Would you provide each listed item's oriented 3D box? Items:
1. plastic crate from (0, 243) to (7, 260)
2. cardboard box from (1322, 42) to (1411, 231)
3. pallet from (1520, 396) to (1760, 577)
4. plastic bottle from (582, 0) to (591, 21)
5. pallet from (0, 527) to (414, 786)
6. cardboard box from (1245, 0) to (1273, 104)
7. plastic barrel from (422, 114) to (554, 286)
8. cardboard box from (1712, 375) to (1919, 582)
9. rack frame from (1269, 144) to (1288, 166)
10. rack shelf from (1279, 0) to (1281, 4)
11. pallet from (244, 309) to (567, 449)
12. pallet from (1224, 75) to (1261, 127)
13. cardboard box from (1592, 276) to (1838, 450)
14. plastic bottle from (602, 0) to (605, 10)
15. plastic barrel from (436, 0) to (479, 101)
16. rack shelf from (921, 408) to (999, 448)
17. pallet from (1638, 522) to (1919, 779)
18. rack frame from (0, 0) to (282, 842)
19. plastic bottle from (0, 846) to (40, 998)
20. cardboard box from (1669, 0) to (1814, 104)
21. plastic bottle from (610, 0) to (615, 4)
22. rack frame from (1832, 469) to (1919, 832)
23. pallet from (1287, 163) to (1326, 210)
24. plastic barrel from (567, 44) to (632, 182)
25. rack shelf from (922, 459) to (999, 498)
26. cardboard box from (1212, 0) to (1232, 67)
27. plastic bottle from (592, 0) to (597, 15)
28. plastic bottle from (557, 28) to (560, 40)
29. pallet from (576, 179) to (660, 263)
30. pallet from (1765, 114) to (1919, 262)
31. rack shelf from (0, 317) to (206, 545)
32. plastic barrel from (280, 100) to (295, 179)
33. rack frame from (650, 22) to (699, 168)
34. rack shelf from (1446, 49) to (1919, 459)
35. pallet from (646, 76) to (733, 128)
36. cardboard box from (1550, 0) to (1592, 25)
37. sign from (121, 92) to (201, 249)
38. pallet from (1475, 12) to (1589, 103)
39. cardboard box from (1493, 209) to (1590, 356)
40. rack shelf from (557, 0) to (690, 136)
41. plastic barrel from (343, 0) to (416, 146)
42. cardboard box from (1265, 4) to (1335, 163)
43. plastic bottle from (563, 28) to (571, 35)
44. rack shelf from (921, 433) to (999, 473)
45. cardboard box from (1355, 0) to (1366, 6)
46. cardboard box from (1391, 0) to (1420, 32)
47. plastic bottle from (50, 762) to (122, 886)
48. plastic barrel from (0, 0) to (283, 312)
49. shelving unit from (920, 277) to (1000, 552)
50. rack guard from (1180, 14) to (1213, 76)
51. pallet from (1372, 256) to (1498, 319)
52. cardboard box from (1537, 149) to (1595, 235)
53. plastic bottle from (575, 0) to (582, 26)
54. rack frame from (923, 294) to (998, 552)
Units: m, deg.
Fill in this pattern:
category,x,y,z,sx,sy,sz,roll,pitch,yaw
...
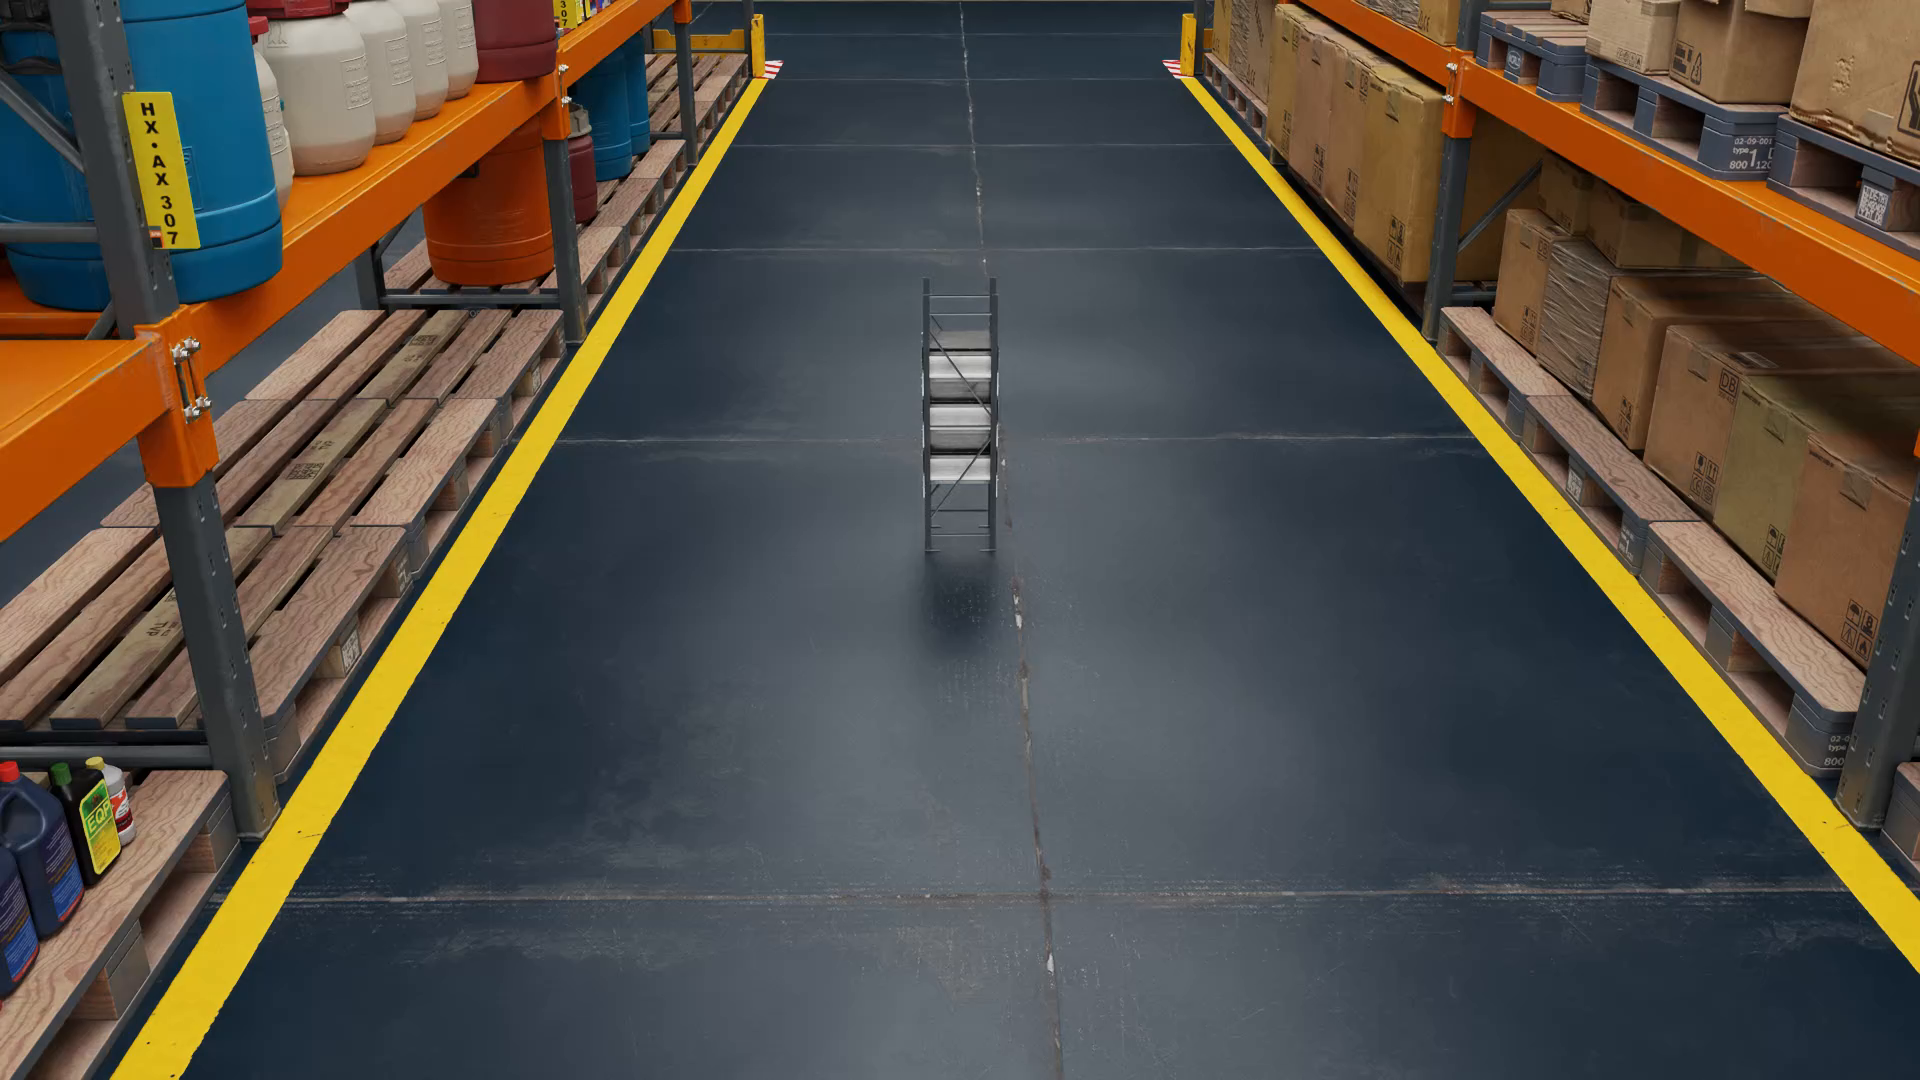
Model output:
category,x,y,z,sx,sy,sz,roll,pitch,yaw
plastic crate,-2.530,-0.873,3.962,0.402,0.464,0.583,0,24,-1
cardboard box,2.701,-2.191,9.023,1.225,0.875,0.875,0,24,0
pallet,2.708,-0.222,5.985,1.003,0.211,1.213,0,24,-1
plastic bottle,-1.907,-2.762,8.358,0.061,0.283,0.133,0,24,-1
pallet,-2.266,0.302,4.827,1.003,0.211,1.213,0,24,-1
cardboard box,2.709,-3.831,12.649,0.875,0.875,0.875,0,24,-1
plastic barrel,-2.285,-1.698,7.988,0.600,0.830,0.708,0,24,-1
cardboard box,2.762,-0.179,5.005,0.700,0.500,0.500,0,24,-1
rack frame,2.647,-3.964,10.875,1.000,3.000,0.127,0,24,-1
rack shelf,2.625,-4.461,12.846,1.077,0.370,4.000,0,24,-1
pallet,-2.293,-0.704,7.050,1.003,0.211,1.213,0,24,-1
pallet,2.700,-3.511,13.258,1.003,0.211,1.213,0,24,-1
cardboard box,2.749,-0.640,6.024,0.700,0.500,0.500,2,24,4
plastic bottle,-1.930,-2.939,8.764,0.097,0.271,0.097,0,24,0
plastic barrel,-2.038,-1.922,6.224,0.421,0.512,0.421,0,24,0
rack shelf,0.000,-0.383,5.586,0.258,0.077,0.200,0,24,-1
pallet,2.724,0.282,4.871,1.003,0.211,1.213,0,24,-1
rack frame,-2.219,-0.646,3.537,1.000,3.000,0.127,0,24,-1
plastic bottle,-1.922,0.704,3.234,0.144,0.351,0.185,-1,24,-3
cardboard box,2.622,-1.620,5.057,0.797,0.503,0.637,2,24,5
plastic bottle,-1.957,-3.088,8.999,0.144,0.351,0.185,0,24,-1
rack frame,2.734,-0.668,3.587,1.000,3.000,0.127,0,24,-1
pallet,2.730,-2.376,10.748,1.003,0.211,1.213,0,24,-1
plastic barrel,-2.310,-2.661,10.031,0.600,0.901,0.708,0,24,-1
rack shelf,0.000,-0.219,5.660,0.258,0.077,0.200,0,24,-1
cardboard box,2.690,-4.573,14.289,0.875,0.875,0.875,0,24,-1
plastic bottle,-1.928,-2.844,8.554,0.097,0.271,0.097,0,24,0
plastic bottle,-1.918,-2.463,7.712,0.097,0.271,0.097,0,24,0
pallet,-2.323,-1.849,9.583,1.003,0.211,1.213,0,24,-1
pallet,2.871,-0.896,4.324,1.003,0.211,1.213,0,24,-1
rack shelf,-2.197,0.506,1.863,1.077,0.370,4.000,0,24,-1
plastic barrel,-2.080,-1.129,4.773,0.301,0.262,0.301,0,24,0
rack frame,-2.306,-3.942,10.826,1.000,3.000,0.127,0,24,-1
rack shelf,2.712,-1.164,5.557,1.077,0.370,4.000,0,24,-1
pallet,-2.369,-3.478,13.185,1.003,0.211,1.213,0,24,-1
cardboard box,2.736,-2.331,6.632,0.500,0.500,0.500,-3,25,-7
sign,-1.669,-0.770,3.476,0.100,0.325,0.005,0,24,-1
pallet,2.804,-1.936,6.622,1.213,0.211,1.003,0,24,-1
cardboard box,2.717,-1.102,7.045,0.700,0.500,0.500,-2,24,-3
rack shelf,-2.284,-2.790,9.152,1.077,0.370,4.000,0,24,-1
plastic barrel,-2.023,-1.583,5.446,0.433,0.535,0.433,0,24,0
cardboard box,2.674,-2.924,10.644,1.225,0.875,0.875,0,24,0
plastic bottle,-1.902,-2.556,7.903,0.061,0.283,0.133,0,24,-1
rack shelf,0.000,-0.301,5.623,0.258,0.077,0.200,0,24,-1
cardboard box,2.424,-3.193,9.049,0.500,0.500,0.500,0,24,0
cardboard box,2.437,-2.769,8.112,0.500,0.500,0.500,0,24,-1
plastic bottle,-1.884,0.588,3.571,0.061,0.283,0.133,1,24,2
plastic barrel,-1.920,-1.035,3.789,0.600,0.901,0.708,0,24,-1
shelving unit,0.000,-0.413,5.572,0.258,0.900,0.210,0,24,-1
rack guard,2.603,-4.484,15.057,1.175,0.500,0.348,0,24,-1
pallet,2.757,-1.371,8.525,1.003,0.211,1.213,0,24,-1
cardboard box,2.727,-1.443,6.891,0.500,0.250,0.500,1,24,2
plastic bottle,-1.905,-2.667,8.147,0.061,0.283,0.133,0,24,-1
rack frame,0.001,-0.371,5.479,0.240,0.900,0.006,0,24,-1
